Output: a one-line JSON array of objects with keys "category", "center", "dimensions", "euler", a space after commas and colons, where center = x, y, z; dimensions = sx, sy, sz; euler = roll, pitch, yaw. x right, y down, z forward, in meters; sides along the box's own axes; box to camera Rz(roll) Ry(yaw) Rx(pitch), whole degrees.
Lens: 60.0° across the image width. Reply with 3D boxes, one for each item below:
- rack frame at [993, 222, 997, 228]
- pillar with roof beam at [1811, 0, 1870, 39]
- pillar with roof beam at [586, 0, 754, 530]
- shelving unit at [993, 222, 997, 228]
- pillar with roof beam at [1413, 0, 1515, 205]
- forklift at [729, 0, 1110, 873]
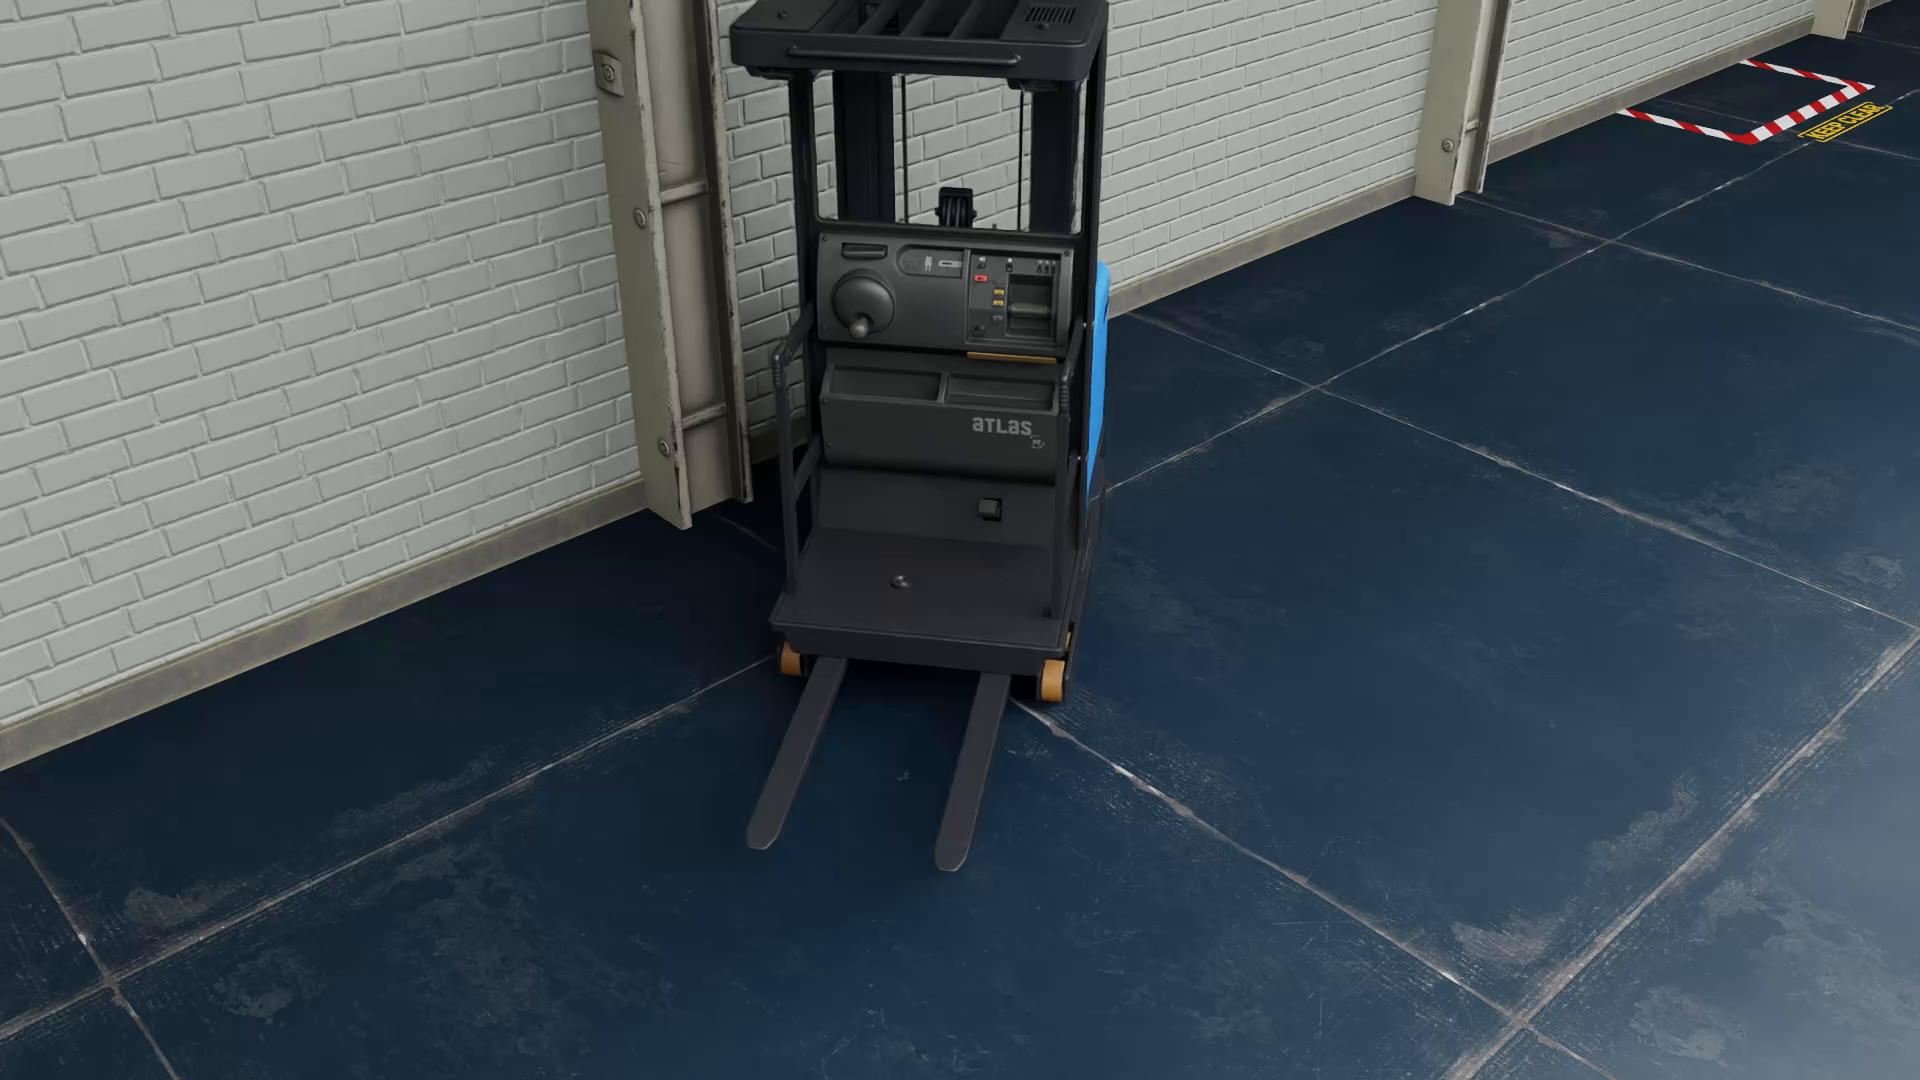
[{"category": "rack frame", "center": [0.234, -0.971, 7.833], "dimensions": [0.200, 1.050, 0.008], "euler": [11, 29, 17]}, {"category": "pillar with roof beam", "center": [10.545, -6.621, 9.452], "dimensions": [0.400, 9.000, 9.100], "euler": [-26, 40, -35]}, {"category": "pillar with roof beam", "center": [1.746, -2.364, 2.491], "dimensions": [0.400, 9.000, 9.100], "euler": [-26, 40, -35]}, {"category": "shelving unit", "center": [0.193, -0.919, 7.731], "dimensions": [0.215, 1.050, 0.252], "euler": [11, 29, 17]}, {"category": "pillar with roof beam", "center": [6.145, -4.493, 5.971], "dimensions": [0.400, 9.000, 9.100], "euler": [-26, 40, -35]}, {"category": "forklift", "center": [-0.092, -0.842, 5.818], "dimensions": [1.130, 2.935, 3.031], "euler": [5, 32, 8]}]
